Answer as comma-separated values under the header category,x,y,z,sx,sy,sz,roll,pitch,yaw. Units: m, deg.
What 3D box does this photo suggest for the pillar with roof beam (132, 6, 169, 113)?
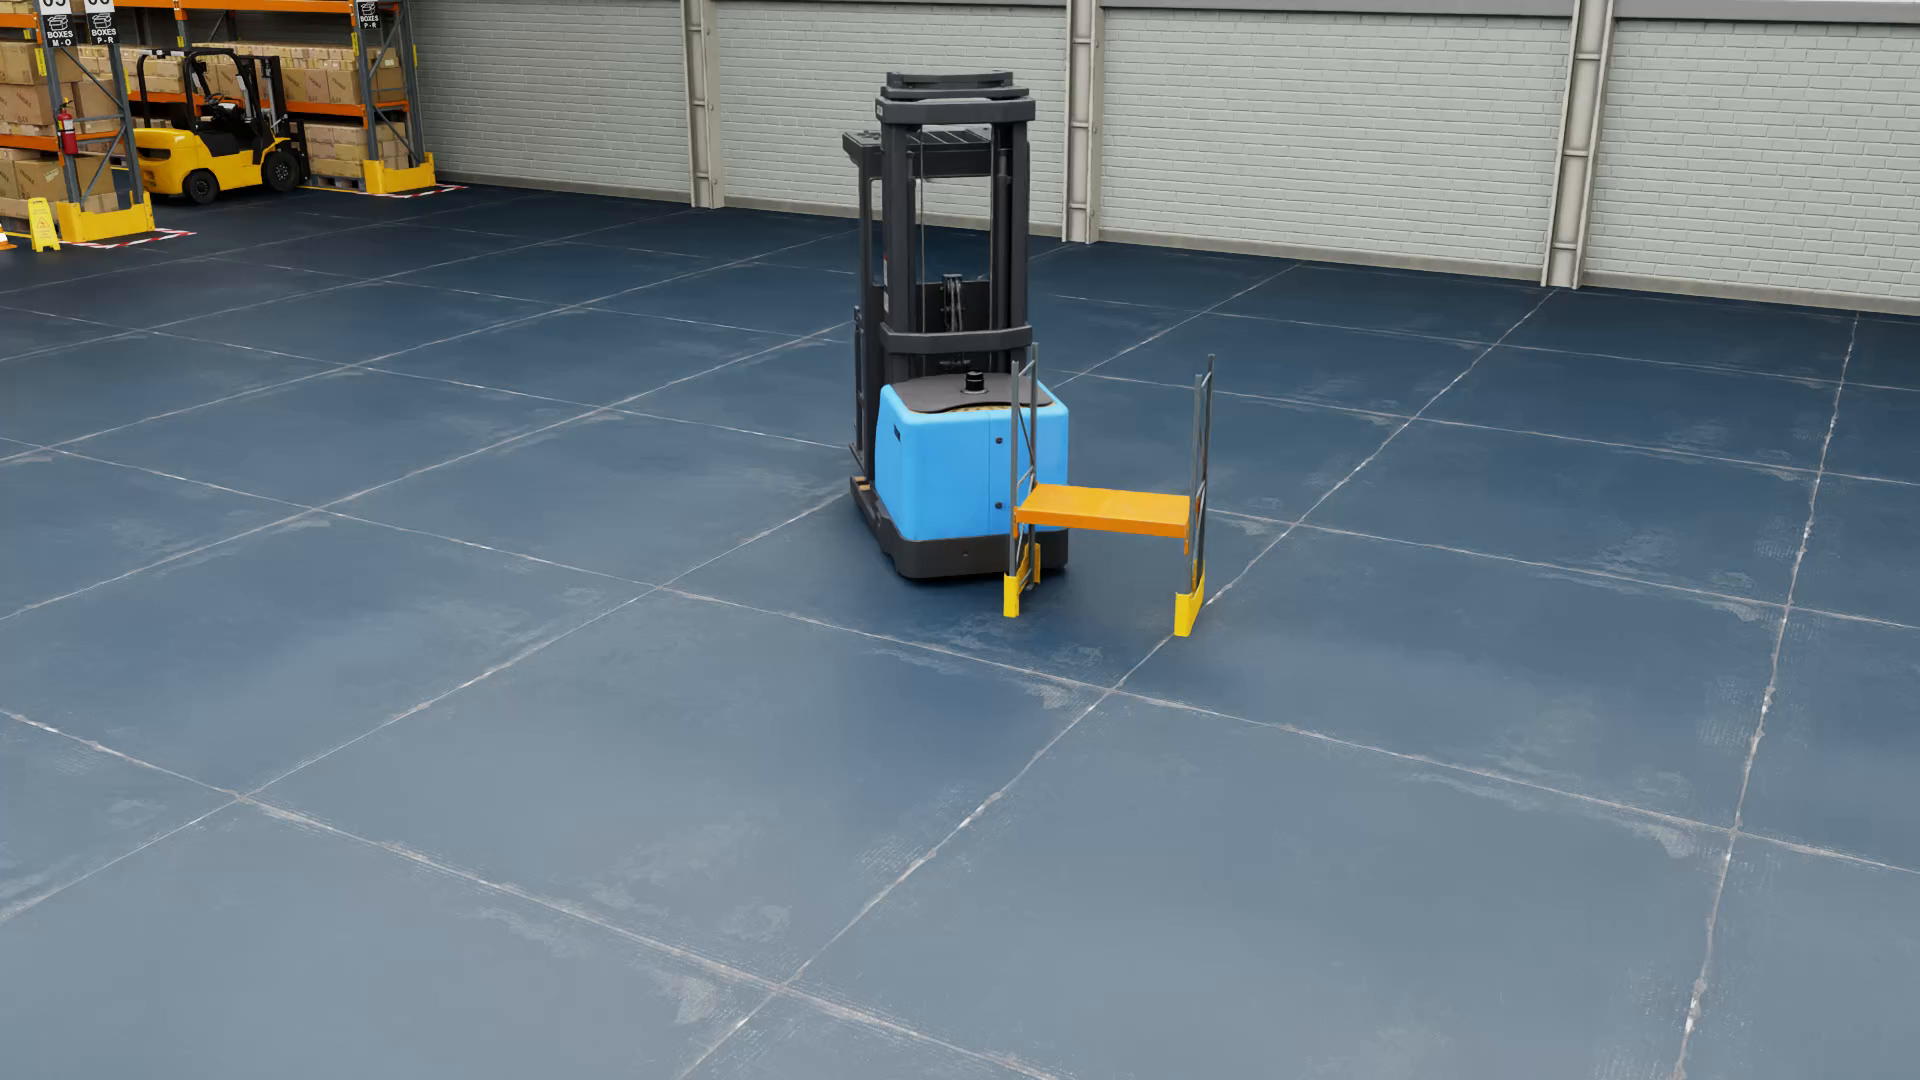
category,x,y,z,sx,sy,sz,roll,pitch,yaw
pillar with roof beam,-16.252,-9.822,24.746,0.400,9.000,9.100,11,23,27

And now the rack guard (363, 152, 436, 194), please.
category,x,y,z,sx,sy,sz,roll,pitch,yaw
rack guard,-8.725,-5.722,25.907,0.348,0.500,1.175,11,23,27

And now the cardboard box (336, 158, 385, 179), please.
category,x,y,z,sx,sy,sz,roll,pitch,yaw
cardboard box,-9.310,-5.790,25.846,0.500,0.250,0.500,11,23,28

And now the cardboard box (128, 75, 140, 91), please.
category,x,y,z,sx,sy,sz,roll,pitch,yaw
cardboard box,-13.666,-7.676,27.847,0.500,0.250,0.500,11,23,28

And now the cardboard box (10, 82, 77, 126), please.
category,x,y,z,sx,sy,sz,roll,pitch,yaw
cardboard box,-11.772,-5.618,21.372,0.500,0.500,0.500,10,22,26

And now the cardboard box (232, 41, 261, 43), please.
category,x,y,z,sx,sy,sz,roll,pitch,yaw
cardboard box,-11.613,-8.041,27.100,0.250,0.149,0.380,10,22,26

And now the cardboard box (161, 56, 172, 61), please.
category,x,y,z,sx,sy,sz,roll,pitch,yaw
cardboard box,-12.879,-7.947,27.276,0.250,0.149,0.380,10,22,27

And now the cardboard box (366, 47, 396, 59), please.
category,x,y,z,sx,sy,sz,roll,pitch,yaw
cardboard box,-8.935,-7.513,25.643,0.250,0.149,0.380,10,22,26

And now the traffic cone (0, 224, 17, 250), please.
category,x,y,z,sx,sy,sz,roll,pitch,yaw
traffic cone,-12.168,-3.918,20.988,0.334,0.463,0.336,11,23,27

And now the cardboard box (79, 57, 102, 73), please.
category,x,y,z,sx,sy,sz,roll,pitch,yaw
cardboard box,-14.577,-8.074,28.211,0.500,0.250,0.500,10,22,26

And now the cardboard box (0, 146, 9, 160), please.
category,x,y,z,sx,sy,sz,roll,pitch,yaw
cardboard box,-12.561,-5.125,21.960,0.250,0.149,0.380,11,23,28

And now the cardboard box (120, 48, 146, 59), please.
category,x,y,z,sx,sy,sz,roll,pitch,yaw
cardboard box,-13.774,-8.113,27.734,0.250,0.149,0.380,11,23,28

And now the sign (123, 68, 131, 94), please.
category,x,y,z,sx,sy,sz,roll,pitch,yaw
sign,-10.899,-5.992,21.715,0.005,0.325,0.100,11,23,27

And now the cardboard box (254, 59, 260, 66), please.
category,x,y,z,sx,sy,sz,roll,pitch,yaw
cardboard box,-10.985,-7.566,26.226,0.250,0.149,0.380,10,22,26

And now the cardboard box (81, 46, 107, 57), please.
category,x,y,z,sx,sy,sz,roll,pitch,yaw
cardboard box,-14.657,-8.291,28.226,0.250,0.149,0.380,11,23,28

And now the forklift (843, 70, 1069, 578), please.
category,x,y,z,sx,sy,sz,roll,pitch,yaw
forklift,-0.152,-1.614,11.017,1.130,2.935,3.031,-4,20,-12

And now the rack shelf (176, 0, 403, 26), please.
category,x,y,z,sx,sy,sz,roll,pitch,yaw
rack shelf,-10.492,-8.306,26.020,4.000,0.370,1.077,11,23,27

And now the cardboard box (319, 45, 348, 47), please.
category,x,y,z,sx,sy,sz,roll,pitch,yaw
cardboard box,-9.835,-7.688,26.126,0.250,0.149,0.380,12,23,29

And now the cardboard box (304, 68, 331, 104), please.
category,x,y,z,sx,sy,sz,roll,pitch,yaw
cardboard box,-9.752,-7.041,25.731,0.500,0.500,0.500,12,23,29

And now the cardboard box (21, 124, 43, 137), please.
category,x,y,z,sx,sy,sz,roll,pitch,yaw
cardboard box,-11.869,-5.313,21.481,0.250,0.149,0.380,10,22,27

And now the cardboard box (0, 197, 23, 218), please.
category,x,y,z,sx,sy,sz,roll,pitch,yaw
cardboard box,-12.449,-4.471,22.208,0.500,0.250,0.500,11,23,27

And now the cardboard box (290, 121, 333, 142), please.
category,x,y,z,sx,sy,sz,roll,pitch,yaw
cardboard box,-10.194,-6.424,26.127,0.500,0.250,0.500,11,23,28

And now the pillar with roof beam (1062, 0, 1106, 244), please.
category,x,y,z,sx,sy,sz,roll,pitch,yaw
pillar with roof beam,-0.537,-6.829,16.494,0.400,9.000,9.100,11,23,27

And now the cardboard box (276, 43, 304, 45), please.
category,x,y,z,sx,sy,sz,roll,pitch,yaw
cardboard box,-10.710,-7.873,26.636,0.250,0.149,0.380,11,22,27

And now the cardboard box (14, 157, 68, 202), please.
category,x,y,z,sx,sy,sz,roll,pitch,yaw
cardboard box,-11.990,-4.736,21.840,0.500,0.500,0.500,11,23,28

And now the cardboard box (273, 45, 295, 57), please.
category,x,y,z,sx,sy,sz,roll,pitch,yaw
cardboard box,-10.503,-7.643,26.003,0.250,0.149,0.380,11,23,28

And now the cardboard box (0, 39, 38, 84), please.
category,x,y,z,sx,sy,sz,roll,pitch,yaw
cardboard box,-12.154,-6.186,21.472,0.500,0.500,0.700,11,23,28

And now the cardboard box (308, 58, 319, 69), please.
category,x,y,z,sx,sy,sz,roll,pitch,yaw
cardboard box,-9.830,-7.367,25.678,0.250,0.149,0.380,11,22,27

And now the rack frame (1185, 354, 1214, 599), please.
category,x,y,z,sx,sy,sz,roll,pitch,yaw
rack frame,1.345,-0.257,9.373,0.032,1.500,0.500,6,21,15

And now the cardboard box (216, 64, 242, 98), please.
category,x,y,z,sx,sy,sz,roll,pitch,yaw
cardboard box,-11.515,-7.380,26.666,0.500,0.500,0.500,11,23,28

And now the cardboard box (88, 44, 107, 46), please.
category,x,y,z,sx,sy,sz,roll,pitch,yaw
cardboard box,-14.868,-8.519,28.852,0.250,0.149,0.380,11,23,27

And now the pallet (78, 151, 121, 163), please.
category,x,y,z,sx,sy,sz,roll,pitch,yaw
pallet,-15.030,-6.773,29.226,1.213,0.211,1.003,11,23,27

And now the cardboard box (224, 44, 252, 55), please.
category,x,y,z,sx,sy,sz,roll,pitch,yaw
cardboard box,-11.430,-7.787,26.400,0.250,0.149,0.380,11,23,28

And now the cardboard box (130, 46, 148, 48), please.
category,x,y,z,sx,sy,sz,roll,pitch,yaw
cardboard box,-13.998,-8.340,28.361,0.250,0.149,0.380,12,23,29

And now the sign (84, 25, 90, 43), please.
category,x,y,z,sx,sy,sz,roll,pitch,yaw
sign,-15.462,-8.942,29.419,0.005,0.325,0.100,11,23,27

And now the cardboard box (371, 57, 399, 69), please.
category,x,y,z,sx,sy,sz,roll,pitch,yaw
cardboard box,-8.916,-7.387,25.733,0.250,0.149,0.380,10,22,26

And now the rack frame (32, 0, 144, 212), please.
category,x,y,z,sx,sy,sz,roll,pitch,yaw
rack frame,-11.163,-5.423,21.417,0.127,3.000,1.000,11,23,27

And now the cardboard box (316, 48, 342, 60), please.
category,x,y,z,sx,sy,sz,roll,pitch,yaw
cardboard box,-9.634,-7.457,25.490,0.250,0.149,0.380,11,23,28

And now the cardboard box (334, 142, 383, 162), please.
category,x,y,z,sx,sy,sz,roll,pitch,yaw
cardboard box,-9.323,-6.029,25.771,0.500,0.250,0.500,10,22,27

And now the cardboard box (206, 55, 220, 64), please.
category,x,y,z,sx,sy,sz,roll,pitch,yaw
cardboard box,-11.861,-7.745,26.719,0.250,0.149,0.380,11,23,29

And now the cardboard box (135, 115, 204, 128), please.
category,x,y,z,sx,sy,sz,roll,pitch,yaw
cardboard box,-13.373,-6.863,28.251,0.625,0.625,0.875,11,22,27

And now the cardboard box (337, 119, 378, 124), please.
category,x,y,z,sx,sy,sz,roll,pitch,yaw
cardboard box,-9.511,-6.495,26.321,0.500,0.250,0.500,11,23,27

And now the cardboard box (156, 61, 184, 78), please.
category,x,y,z,sx,sy,sz,roll,pitch,yaw
cardboard box,-12.791,-7.737,27.282,0.500,0.250,0.500,10,22,26

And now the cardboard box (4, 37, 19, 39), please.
category,x,y,z,sx,sy,sz,roll,pitch,yaw
cardboard box,-17.245,-8.694,29.667,0.637,0.503,0.797,10,22,26

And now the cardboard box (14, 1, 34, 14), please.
category,x,y,z,sx,sy,sz,roll,pitch,yaw
cardboard box,-11.611,-6.691,20.882,0.250,0.149,0.380,11,23,28

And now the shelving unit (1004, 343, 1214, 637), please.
category,x,y,z,sx,sy,sz,roll,pitch,yaw
shelving unit,0.848,-0.306,9.508,1.083,1.500,0.587,6,21,15

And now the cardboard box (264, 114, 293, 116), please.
category,x,y,z,sx,sy,sz,roll,pitch,yaw
cardboard box,-11.264,-6.838,27.266,0.500,0.250,0.500,10,22,27
